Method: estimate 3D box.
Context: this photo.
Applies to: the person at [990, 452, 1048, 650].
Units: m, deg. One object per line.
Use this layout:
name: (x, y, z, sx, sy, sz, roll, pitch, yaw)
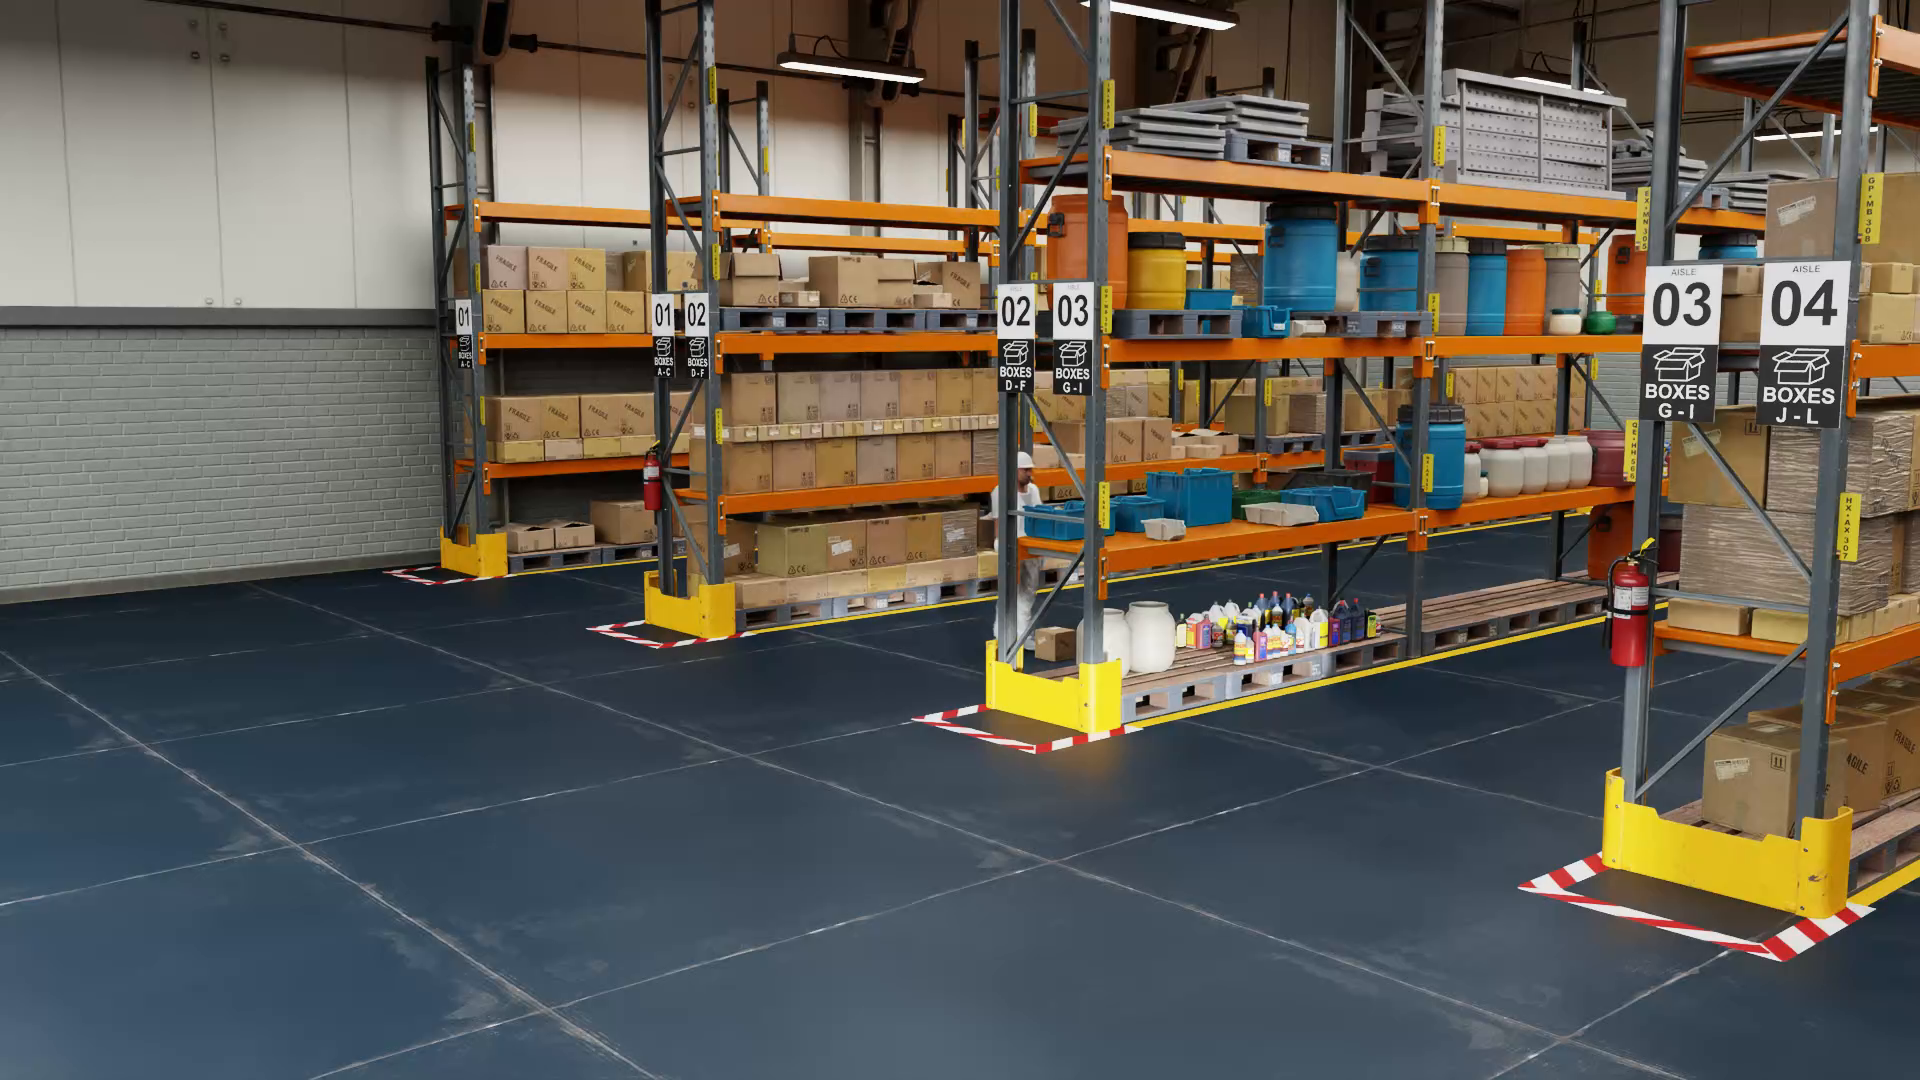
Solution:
person: (0.536, 0.109, 14.837, 0.550, 1.787, 0.390, -6, 10, -40)
